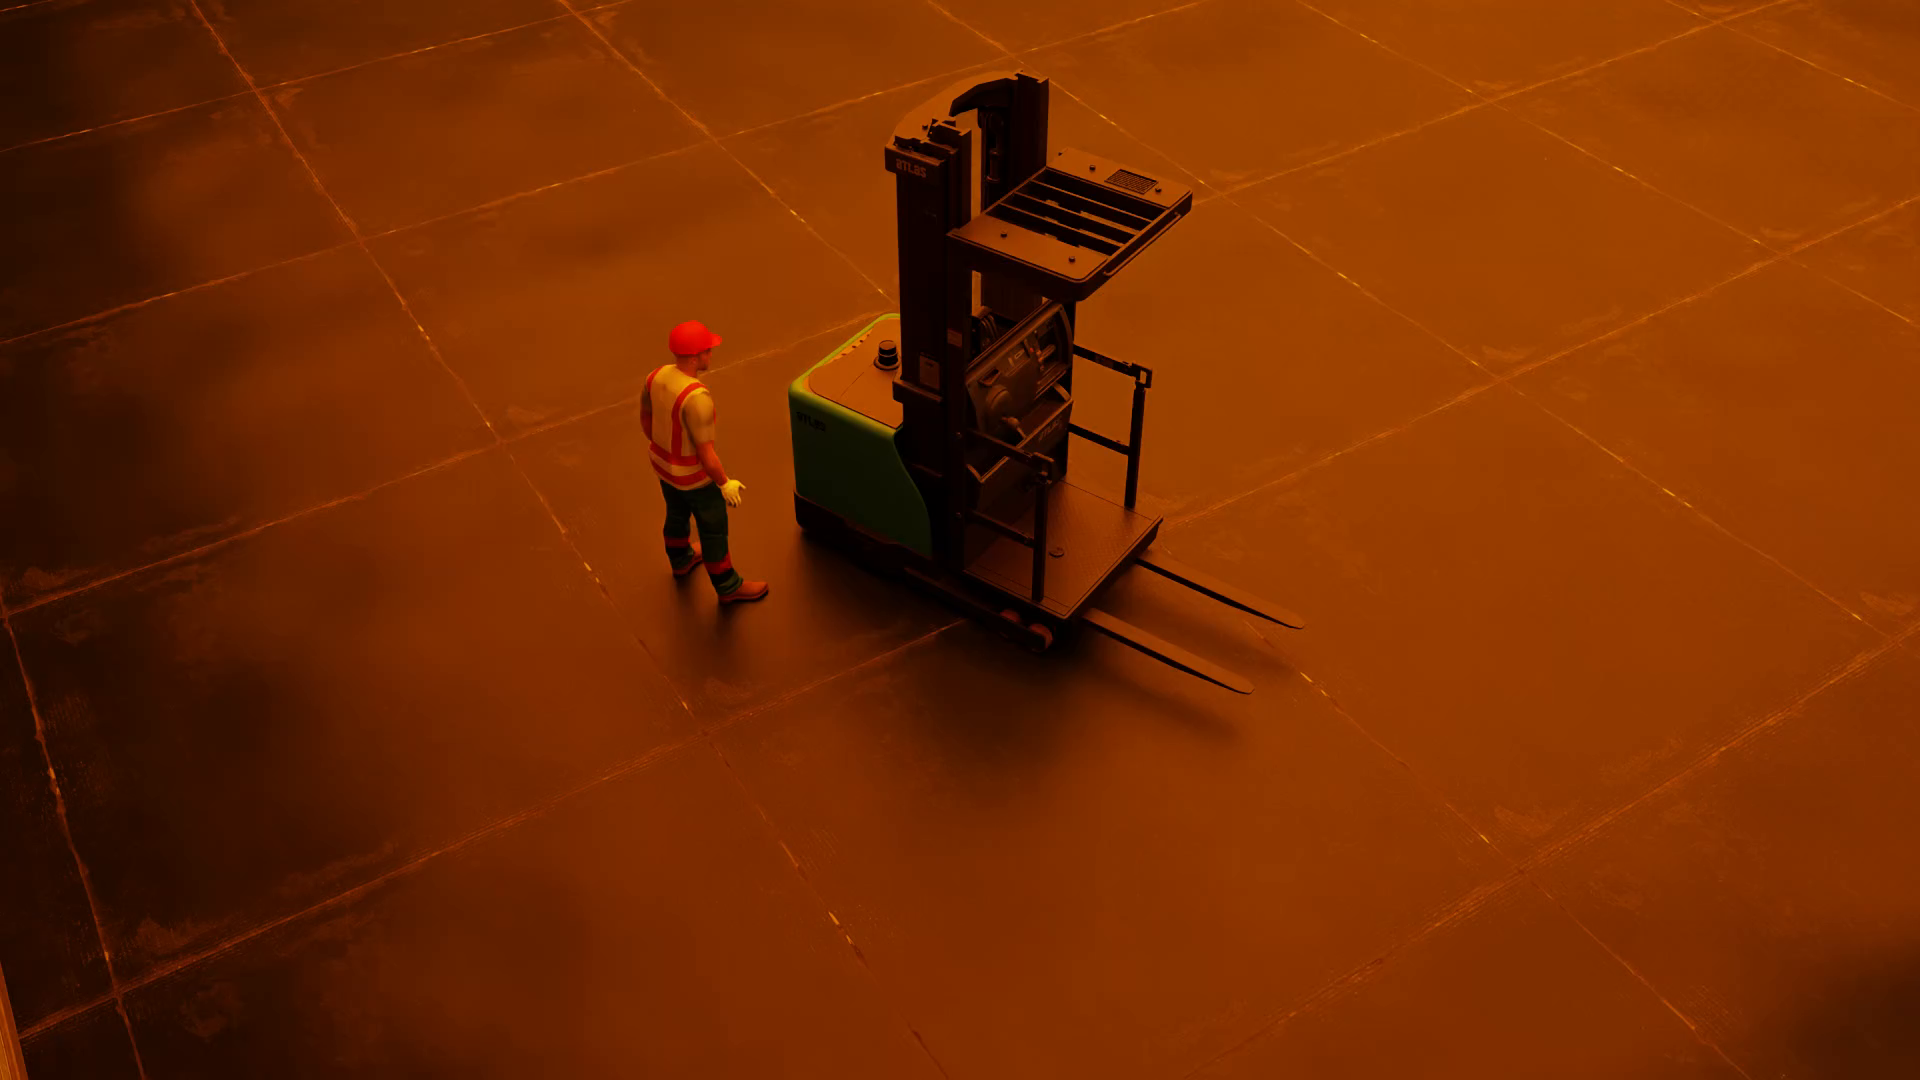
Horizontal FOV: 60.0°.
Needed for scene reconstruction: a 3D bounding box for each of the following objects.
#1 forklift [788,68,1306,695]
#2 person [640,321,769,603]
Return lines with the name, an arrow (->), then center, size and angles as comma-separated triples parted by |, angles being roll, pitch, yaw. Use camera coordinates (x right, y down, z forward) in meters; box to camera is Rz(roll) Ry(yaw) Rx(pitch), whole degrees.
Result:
forklift -> 0.496, -0.872, 8.869 | 3.031, 2.935, 1.130 | 25, 47, 26
person -> -1.454, -0.410, 9.217 | 0.471, 1.781, 0.675 | -31, 50, -30
